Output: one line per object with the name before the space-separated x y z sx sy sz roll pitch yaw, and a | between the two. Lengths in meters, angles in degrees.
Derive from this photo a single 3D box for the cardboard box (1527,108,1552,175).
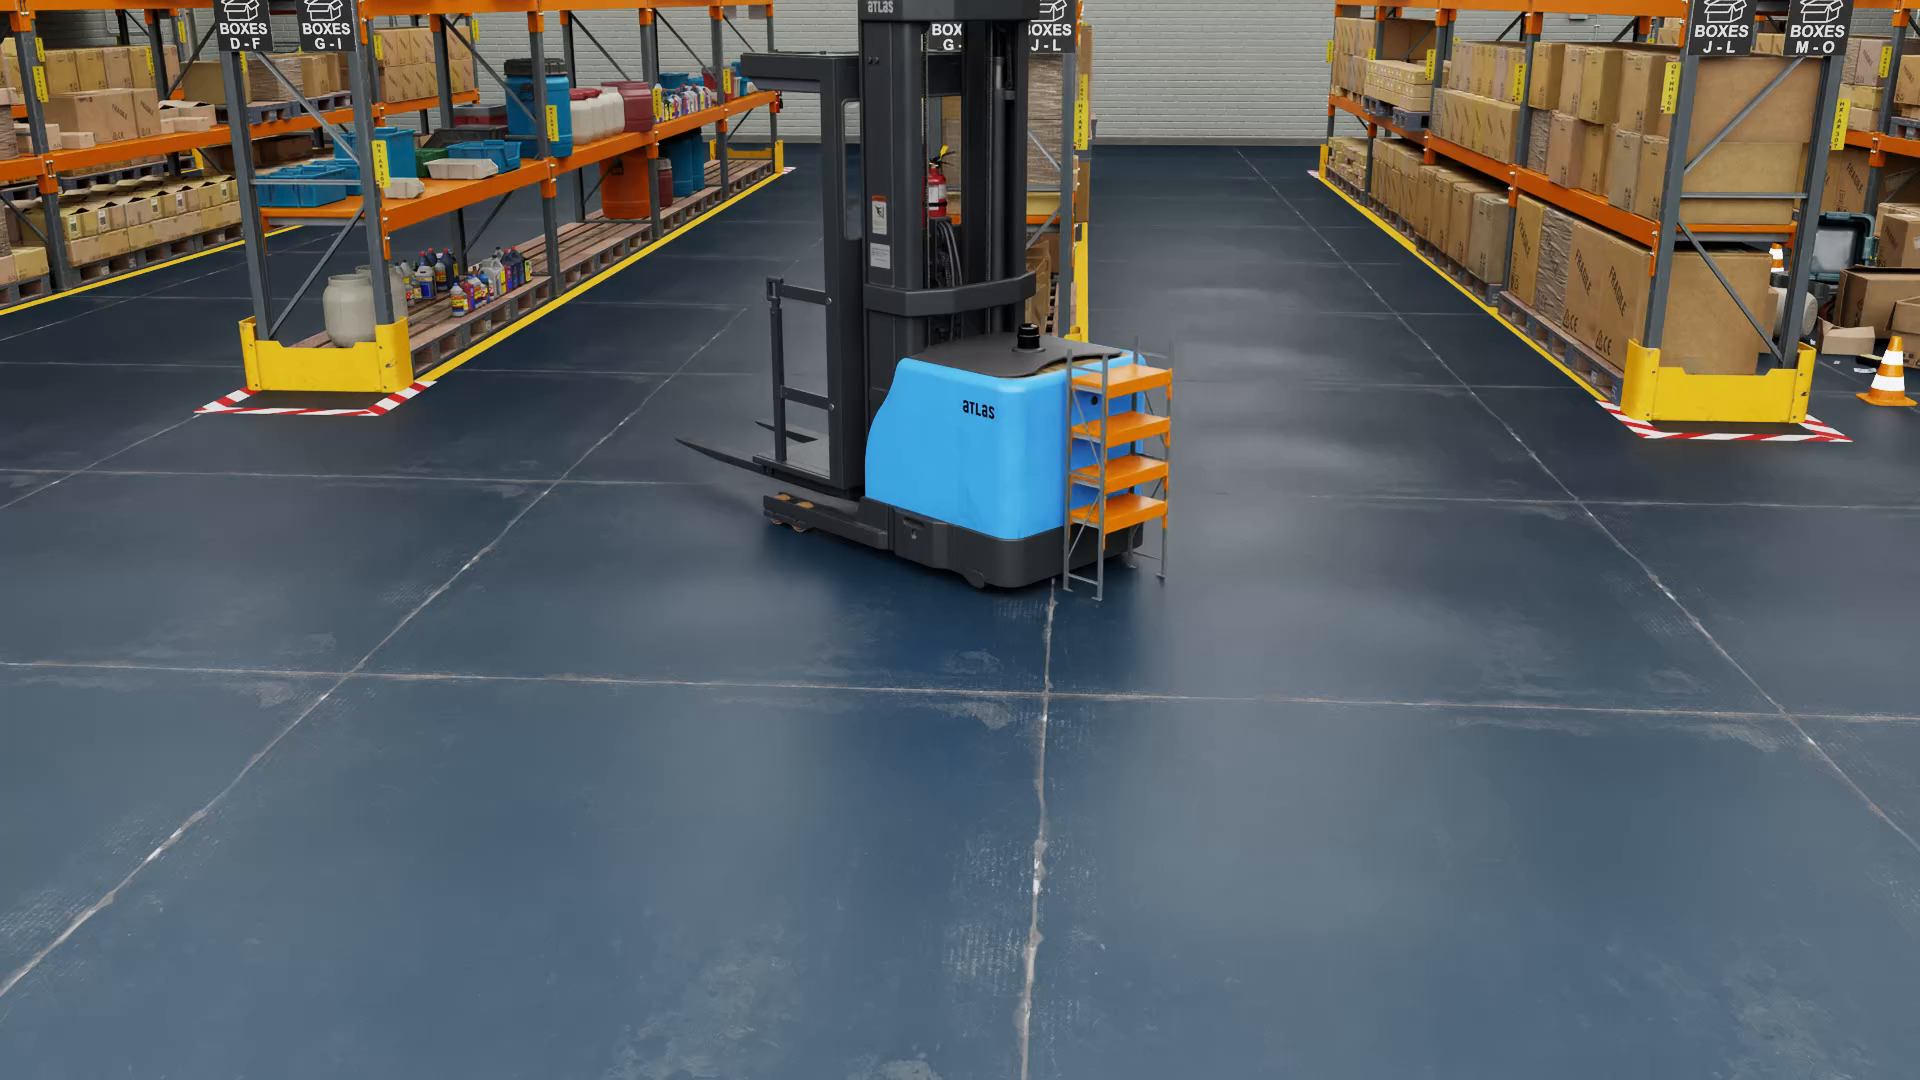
cardboard box | 5.495 -3.496 14.533 0.875 0.550 0.550 1 18 4

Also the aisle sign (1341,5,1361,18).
aisle sign | 6.076 -8.531 25.966 0.394 0.787 0.004 1 18 4

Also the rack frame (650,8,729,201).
rack frame | -3.797 -6.277 23.261 1.000 3.000 0.127 1 18 4

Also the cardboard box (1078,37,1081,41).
cardboard box | 0.740 -3.889 13.730 0.500 0.500 0.500 1 18 4

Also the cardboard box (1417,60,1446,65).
cardboard box | 6.249 -6.258 21.977 0.380 0.149 0.250 2 18 6

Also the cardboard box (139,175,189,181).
cardboard box | -9.355 -4.149 19.609 0.500 0.311 0.500 2 18 6

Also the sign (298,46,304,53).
sign | -9.279 -6.809 23.497 0.100 0.325 0.005 1 18 4

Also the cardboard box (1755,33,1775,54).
cardboard box | 10.709 -6.337 21.679 0.500 0.500 0.500 1 18 5

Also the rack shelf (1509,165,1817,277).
rack shelf | 5.366 -2.576 13.123 1.077 0.370 4.000 1 18 4

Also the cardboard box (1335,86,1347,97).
cardboard box | 5.970 -6.891 25.540 0.380 0.149 0.250 1 18 2

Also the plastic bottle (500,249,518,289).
plastic bottle | -4.143 -2.476 15.210 0.144 0.351 0.185 0 18 1

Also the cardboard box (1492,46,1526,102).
cardboard box | 5.611 -4.533 16.173 0.700 0.500 0.500 1 18 4

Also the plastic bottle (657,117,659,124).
plastic bottle | -3.688 -5.133 20.089 0.097 0.201 0.097 0 18 0

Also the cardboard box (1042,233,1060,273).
cardboard box | 0.635 -2.893 16.242 0.700 0.500 0.500 0 18 0

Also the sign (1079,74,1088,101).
sign | 1.111 -4.083 15.176 0.100 0.325 0.005 1 18 4

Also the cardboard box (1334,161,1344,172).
cardboard box | 5.937 -5.718 25.460 0.380 0.149 0.250 2 18 5

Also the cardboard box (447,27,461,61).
cardboard box | -8.244 -7.852 26.302 0.500 0.500 0.500 2 18 5

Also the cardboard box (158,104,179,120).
cardboard box | -9.282 -4.830 18.990 0.500 0.311 0.500 1 18 3

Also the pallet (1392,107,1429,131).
pallet | 5.741 -4.914 19.411 1.213 0.211 1.003 1 18 4

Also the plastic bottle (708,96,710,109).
plastic bottle | -3.484 -6.016 22.784 0.097 0.201 0.097 0 18 0

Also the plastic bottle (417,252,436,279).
plastic bottle | -4.856 -2.442 15.106 0.144 0.351 0.185 1 18 2

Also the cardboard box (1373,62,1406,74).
cardboard box | 5.561 -6.108 21.521 0.380 0.149 0.250 1 18 4

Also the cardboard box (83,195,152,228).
cardboard box | -8.956 -3.502 17.634 0.500 0.311 0.500 1 18 2

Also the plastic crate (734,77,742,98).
plastic crate | -3.504 -6.719 24.705 0.437 0.282 0.530 1 18 4

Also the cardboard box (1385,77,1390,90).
cardboard box | 5.486 -5.648 20.592 0.380 0.149 0.250 1 18 3

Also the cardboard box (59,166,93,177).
cardboard box | -13.523 -5.739 24.961 0.700 0.500 0.500 2 18 5

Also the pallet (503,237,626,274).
pallet | -4.268 -3.091 18.019 1.003 0.211 1.213 1 18 4

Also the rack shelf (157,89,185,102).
rack shelf | -13.535 -6.777 25.943 1.077 0.370 4.000 1 18 4

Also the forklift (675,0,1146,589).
forklift | -0.438 -1.533 8.896 1.130 2.935 3.031 -17 25 -41

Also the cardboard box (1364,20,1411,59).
cardboard box | 5.847 -6.840 22.736 0.500 0.500 0.500 1 18 2

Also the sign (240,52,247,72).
sign | -8.470 -5.685 19.595 0.100 0.325 0.005 1 18 4

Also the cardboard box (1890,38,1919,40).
cardboard box | 11.046 -5.527 19.207 0.500 0.500 0.500 1 18 4

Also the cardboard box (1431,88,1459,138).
cardboard box | 5.495 -4.696 18.276 0.500 0.500 0.500 1 18 5

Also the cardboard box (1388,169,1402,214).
cardboard box | 5.645 -4.329 20.658 0.500 0.500 0.500 0 18 1

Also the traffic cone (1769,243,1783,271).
traffic cone | 8.170 -2.783 16.674 0.336 0.463 0.334 1 18 4

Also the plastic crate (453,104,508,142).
plastic crate | -4.641 -3.980 16.148 0.402 0.464 0.583 1 18 4

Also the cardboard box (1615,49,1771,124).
cardboard box | 5.411 -3.339 12.322 0.875 0.550 0.550 1 18 4

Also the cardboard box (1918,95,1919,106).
cardboard box | 10.447 -4.794 17.424 0.500 0.500 0.500 2 18 7

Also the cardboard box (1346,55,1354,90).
cardboard box | 5.971 -6.845 24.356 0.500 0.500 0.500 1 18 2

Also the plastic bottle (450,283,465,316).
plastic bottle | -4.217 -2.018 13.940 0.097 0.271 0.097 0 18 0

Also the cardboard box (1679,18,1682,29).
cardboard box | 10.931 -7.671 24.707 0.380 0.149 0.250 1 18 2

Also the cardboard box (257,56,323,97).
cardboard box | -8.803 -6.085 21.842 0.700 0.500 0.500 -3 18 -10

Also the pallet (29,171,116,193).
pallet | -13.546 -5.407 25.085 1.003 0.211 1.213 1 18 4

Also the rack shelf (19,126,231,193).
rack shelf | -9.168 -4.183 18.027 1.077 0.370 4.000 1 18 4

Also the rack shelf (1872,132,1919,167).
rack shelf | 10.597 -3.739 16.673 1.077 0.370 4.000 1 18 4

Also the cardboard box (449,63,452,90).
cardboard box | -8.286 -7.217 25.970 0.500 0.500 0.500 1 18 4

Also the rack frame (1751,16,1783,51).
rack frame | 11.028 -5.945 22.248 1.000 3.000 0.127 1 18 4

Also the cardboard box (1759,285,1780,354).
cardboard box | 6.422 -1.848 13.754 0.500 0.500 0.500 4 19 13

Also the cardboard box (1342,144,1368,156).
cardboard box | 5.919 -5.829 24.845 0.380 0.149 0.250 2 18 5

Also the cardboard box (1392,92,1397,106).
cardboard box | 5.450 -5.343 20.141 0.380 0.149 0.250 0 18 1

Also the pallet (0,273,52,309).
pallet | -9.410 -2.333 15.702 1.003 0.211 1.213 1 18 4

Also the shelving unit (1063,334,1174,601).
shelving unit | 0.768 -0.355 8.078 0.503 1.200 0.258 -17 24 -42

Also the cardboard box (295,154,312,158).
cardboard box | -9.086 -4.944 22.501 0.500 0.500 0.500 2 18 5

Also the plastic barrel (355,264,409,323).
plastic barrel | -4.650 -1.929 13.313 0.421 0.512 0.421 0 18 0

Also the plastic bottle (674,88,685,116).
plastic bottle | -3.616 -5.618 21.331 0.144 0.351 0.185 1 18 4

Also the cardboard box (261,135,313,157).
cardboard box | -9.087 -5.310 22.416 0.500 0.250 0.500 1 18 4
